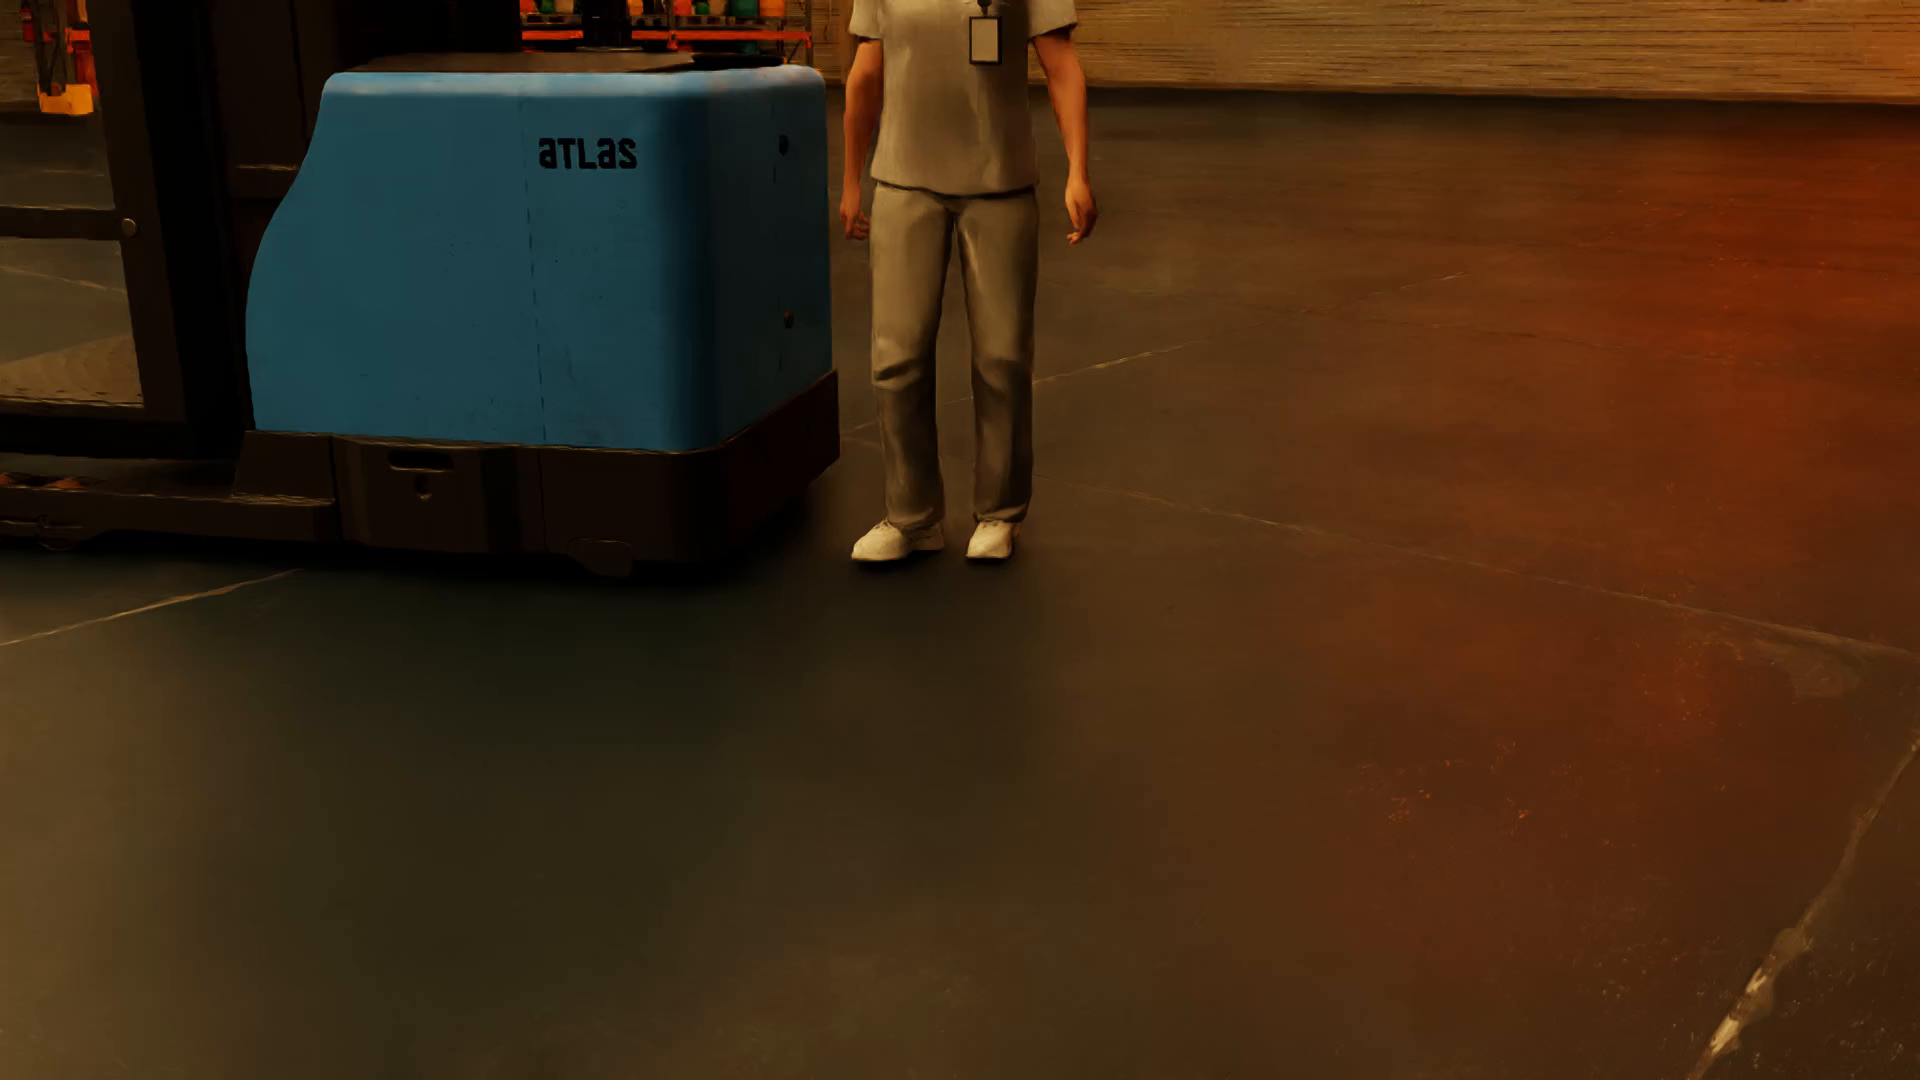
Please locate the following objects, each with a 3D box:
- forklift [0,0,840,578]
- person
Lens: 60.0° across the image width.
[{"bbox_3d":[-1.891,-1.521,3.907,3.031,2.935,1.130,4,17,12],"label":"forklift"},{"bbox_3d":[0.011,-0.756,3.608,0.577,1.654,0.421,1,17,5],"label":"person"}]
